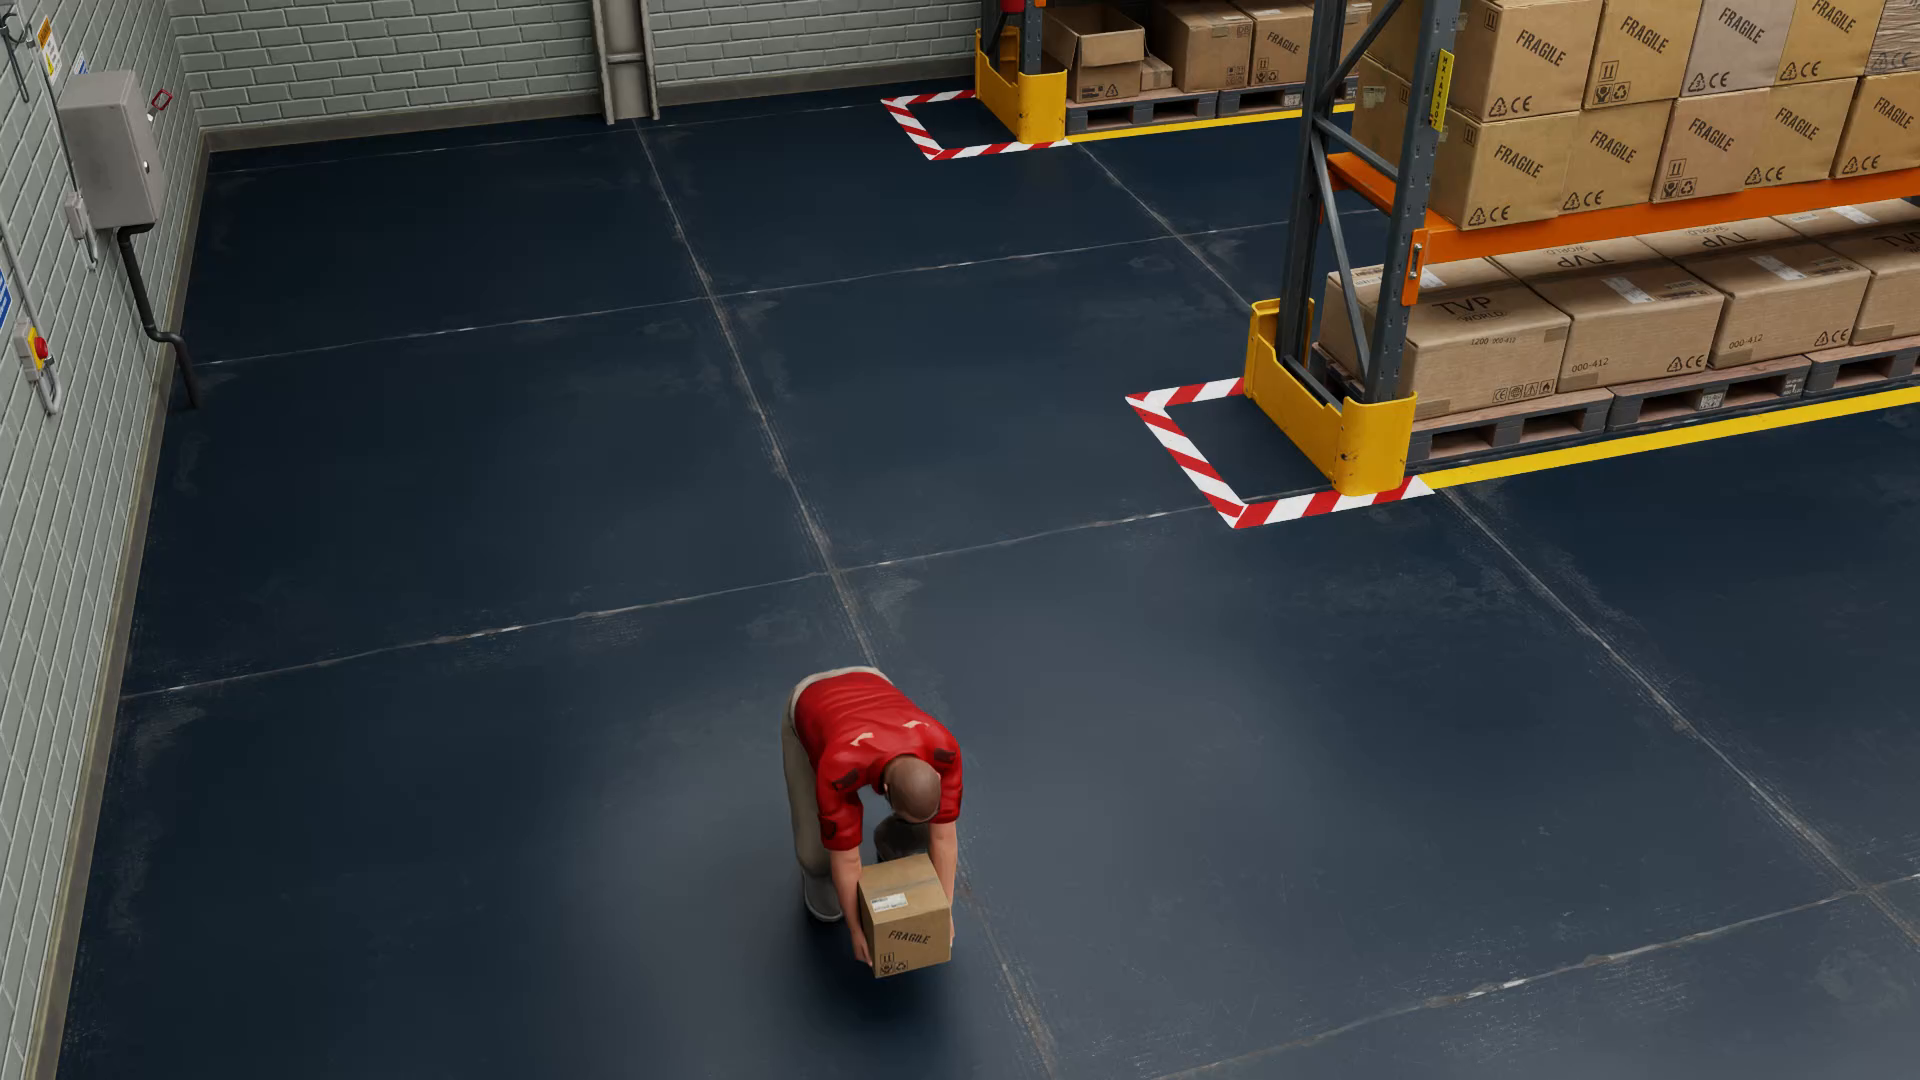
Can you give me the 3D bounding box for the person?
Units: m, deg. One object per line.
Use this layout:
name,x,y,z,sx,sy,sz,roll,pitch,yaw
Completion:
person,-0.288,0.890,5.503,0.544,0.978,0.925,-11,35,-16
